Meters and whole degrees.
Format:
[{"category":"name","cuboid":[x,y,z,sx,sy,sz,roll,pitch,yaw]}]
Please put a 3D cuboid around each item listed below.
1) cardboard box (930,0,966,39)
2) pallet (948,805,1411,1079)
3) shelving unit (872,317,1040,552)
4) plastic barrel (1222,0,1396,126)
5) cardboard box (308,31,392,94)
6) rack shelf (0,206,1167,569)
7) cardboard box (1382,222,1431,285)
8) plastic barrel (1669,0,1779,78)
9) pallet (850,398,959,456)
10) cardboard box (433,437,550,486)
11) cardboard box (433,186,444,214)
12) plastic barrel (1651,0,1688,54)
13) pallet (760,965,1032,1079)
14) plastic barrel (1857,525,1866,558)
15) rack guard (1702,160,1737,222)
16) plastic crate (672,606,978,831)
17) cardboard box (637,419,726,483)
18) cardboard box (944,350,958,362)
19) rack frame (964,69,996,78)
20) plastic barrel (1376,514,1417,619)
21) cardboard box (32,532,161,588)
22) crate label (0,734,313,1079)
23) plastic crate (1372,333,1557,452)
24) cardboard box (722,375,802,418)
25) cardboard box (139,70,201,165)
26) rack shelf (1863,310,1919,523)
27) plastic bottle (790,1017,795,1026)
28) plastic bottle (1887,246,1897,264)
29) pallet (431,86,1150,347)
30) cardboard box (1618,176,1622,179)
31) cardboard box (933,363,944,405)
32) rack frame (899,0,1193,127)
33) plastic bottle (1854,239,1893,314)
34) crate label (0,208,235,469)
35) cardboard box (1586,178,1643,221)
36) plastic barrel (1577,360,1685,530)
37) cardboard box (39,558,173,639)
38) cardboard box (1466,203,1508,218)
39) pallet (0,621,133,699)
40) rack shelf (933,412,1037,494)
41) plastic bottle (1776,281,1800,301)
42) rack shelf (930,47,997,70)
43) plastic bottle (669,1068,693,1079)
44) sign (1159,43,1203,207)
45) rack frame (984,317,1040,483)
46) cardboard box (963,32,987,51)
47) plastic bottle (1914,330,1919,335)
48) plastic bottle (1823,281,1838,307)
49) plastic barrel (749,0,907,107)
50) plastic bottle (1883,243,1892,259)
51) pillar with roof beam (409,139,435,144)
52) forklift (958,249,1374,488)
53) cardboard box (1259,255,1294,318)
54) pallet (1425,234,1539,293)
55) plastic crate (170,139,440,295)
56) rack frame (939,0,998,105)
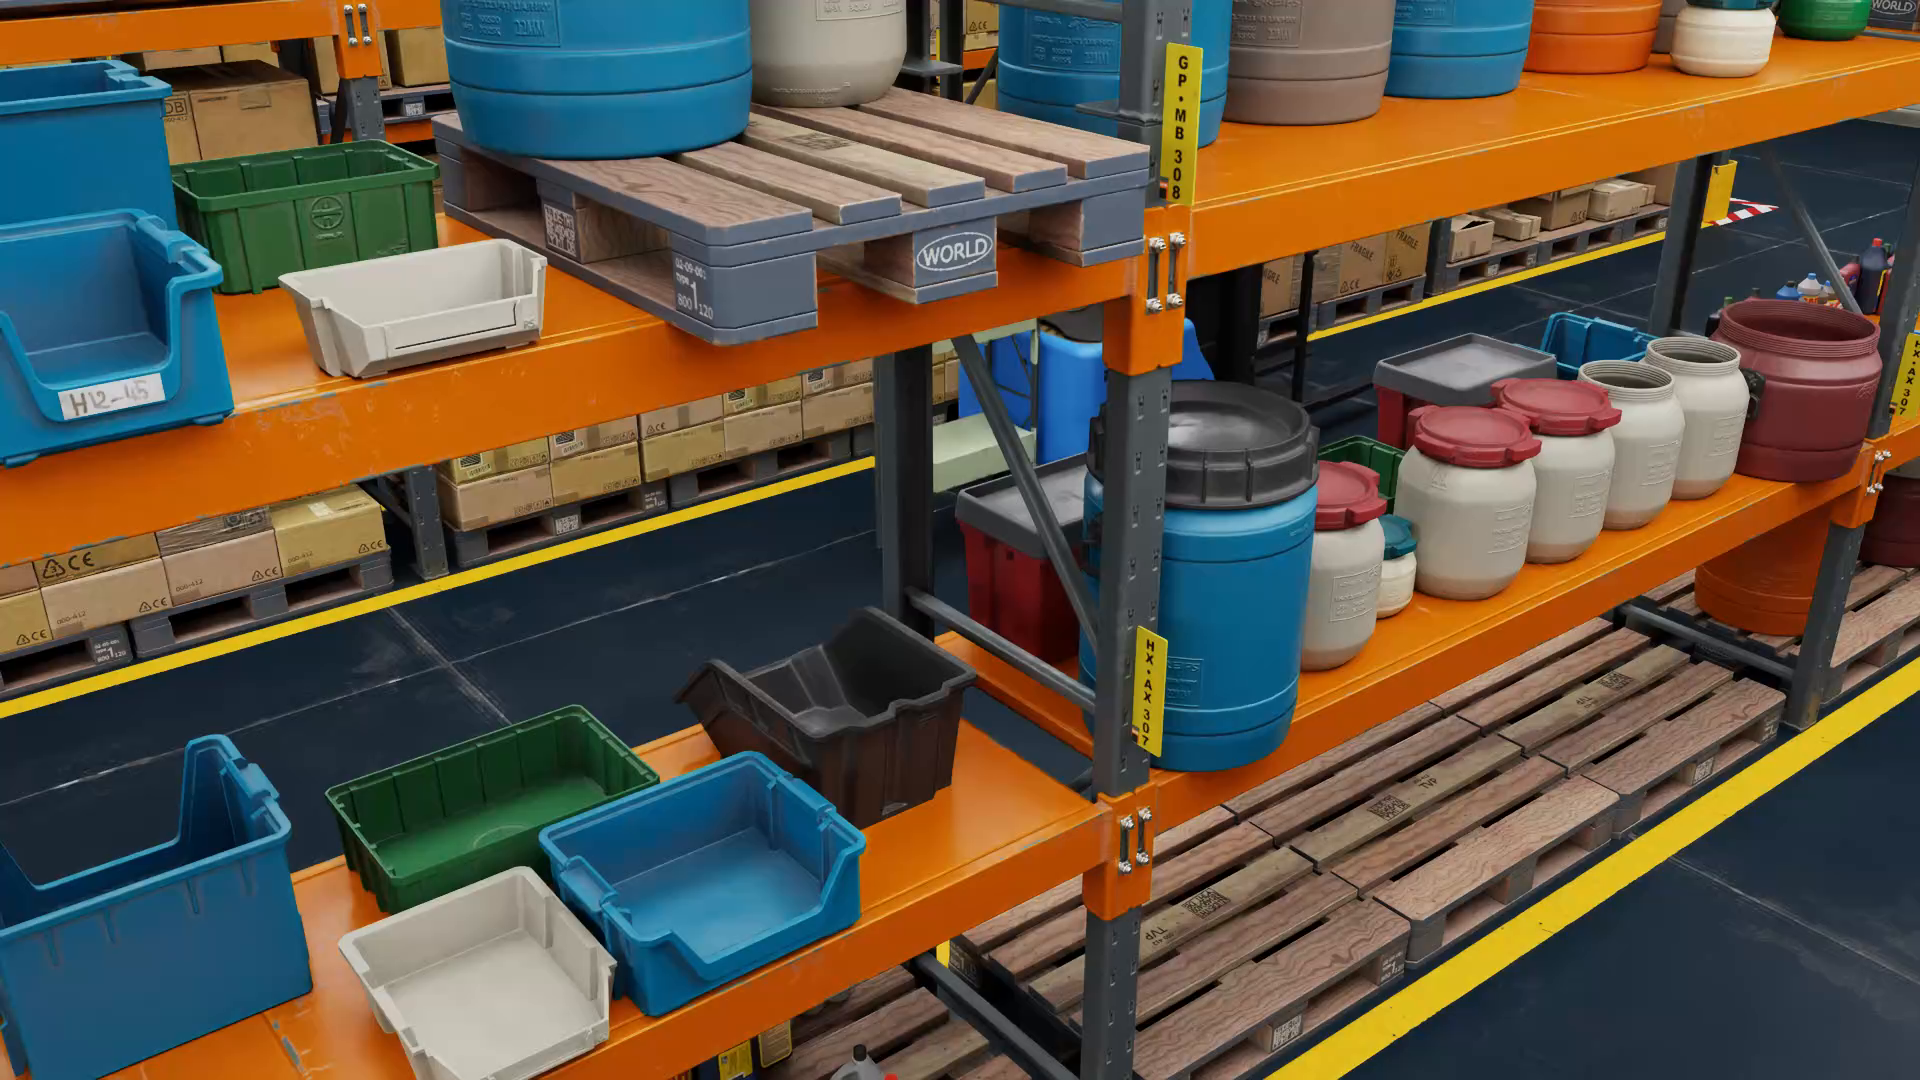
[{"category":"cardboard box","cuboid":[-0.290,-4.899,15.246,0.500,0.500,0.500,-18,30,-34]},{"category":"pallet","cuboid":[0.725,1.359,5.570,1.213,0.211,1.003,-18,31,-34]},{"category":"shelving unit","cuboid":[-0.016,-0.673,8.418,0.755,1.500,0.431,-19,31,-35]},{"category":"plastic barrel","cuboid":[0.912,-1.650,4.584,0.600,0.901,0.600,0,25,0]},{"category":"cardboard box","cuboid":[-4.618,-3.660,12.433,0.500,0.500,0.700,-14,28,-27]},{"category":"rack shelf","cuboid":[-1.443,-0.203,2.916,4.000,0.370,1.077,-18,31,-34]},{"category":"cardboard box","cuboid":[3.161,-2.251,12.484,0.500,0.500,0.500,-18,31,-34]},{"category":"plastic barrel","cuboid":[2.422,-1.618,5.274,0.301,0.262,0.301,0,25,0]},{"category":"pallet","cuboid":[-0.447,-0.904,10.446,1.213,0.211,1.003,-18,31,-34]},{"category":"cardboard box","cuboid":[-2.444,-0.553,8.479,0.500,0.311,0.500,-18,30,-34]},{"category":"cardboard box","cuboid":[-4.220,-2.637,13.316,0.500,0.500,0.700,-18,31,-34]},{"category":"plastic barrel","cuboid":[2.498,-2.174,5.713,0.600,0.901,0.600,0,25,0]},{"category":"pallet","cuboid":[-0.423,1.737,4.757,1.213,0.211,1.003,-18,31,-34]},{"category":"plastic barrel","cuboid":[4.042,-0.099,7.856,0.421,0.512,0.421,0,25,0]},{"category":"rack guard","cuboid":[6.461,-3.294,15.254,0.348,0.500,1.175,-18,31,-34]},{"category":"plastic crate","cuboid":[-0.359,0.433,4.327,0.504,0.338,0.767,-18,31,-34]},{"category":"cardboard box","cuboid":[-1.643,-0.564,9.170,0.500,0.250,0.500,-19,31,-36]},{"category":"cardboard box","cuboid":[-0.035,-1.349,10.196,0.500,0.311,0.500,-17,30,-33]},{"category":"rack frame","cuboid":[0.313,-5.049,16.065,0.127,3.000,1.000,-18,31,-34]},{"category":"plastic barrel","cuboid":[1.267,0.081,5.176,0.301,0.262,0.301,0,25,0]},{"category":"cardboard box","cuboid":[-3.944,-0.164,7.416,0.500,0.500,0.500,-18,31,-34]},{"category":"crate label","cuboid":[-1.735,0.767,3.493,0.616,0.435,0.502,-18,31,-34]},{"category":"plastic crate","cuboid":[1.818,-0.438,6.055,0.583,0.464,0.402,-18,31,-34]},{"category":"cardboard box","cuboid":[-1.235,-0.953,9.341,0.500,0.311,0.500,-17,30,-33]},{"category":"cardboard box","cuboid":[-3.665,-1.715,7.223,0.500,0.500,0.700,-18,31,-34]},{"category":"rack shelf","cuboid":[4.852,-0.921,8.025,4.000,0.370,1.077,-18,31,-34]},{"category":"plastic bottle","cuboid":[-0.550,1.372,5.033,0.097,0.201,0.097,0,25,0]},{"category":"plastic bottle","cuboid":[4.521,-1.281,8.085,0.133,0.283,0.061,-18,31,-34]},{"category":"pallet","cuboid":[-0.377,-0.744,3.450,1.003,0.211,1.213,-18,31,-34]},{"category":"cardboard box","cuboid":[5.782,-3.302,15.145,0.250,0.166,0.380,-18,31,-34]},{"category":"cardboard box","cuboid":[-0.442,-0.960,10.023,0.500,0.250,0.500,-19,31,-35]},{"category":"rack frame","cuboid":[0.131,-2.410,3.253,0.127,3.000,1.000,-18,31,-34]},{"category":"plastic bottle","cuboid":[4.384,-1.276,7.995,0.185,0.351,0.144,-18,31,-34]},{"category":"crate label","cuboid":[-1.340,-0.319,2.489,0.408,0.251,0.502,-18,31,-34]},{"category":"cardboard box","cuboid":[5.478,-2.940,14.266,0.500,0.250,0.500,-18,31,-34]},{"category":"plastic barrel","cuboid":[2.269,-0.331,5.767,0.421,0.512,0.421,0,25,0]},{"category":"cardboard box","cuboid":[-3.937,0.181,7.565,0.500,0.250,0.500,-18,31,-34]},{"category":"cardboard box","cuboid":[4.236,-2.825,13.946,0.500,0.311,0.500,-18,31,-34]},{"category":"pallet","cuboid":[-4.535,0.446,7.539,1.213,0.211,1.003,-18,31,-34]},{"category":"rack shelf","cuboid":[-0.016,-0.377,8.555,0.720,0.370,0.431,-19,31,-35]},{"category":"plastic bottle","cuboid":[3.771,-1.050,7.602,0.097,0.271,0.097,0,25,0]},{"category":"rack shelf","cuboid":[-1.261,-4.203,15.097,4.000,0.370,1.077,-18,31,-34]},{"category":"plastic bottle","cuboid":[-0.800,1.499,4.675,0.097,0.271,0.097,0,25,0]},{"category":"sign","cuboid":[0.462,-0.868,3.484,0.005,0.325,0.100,-18,31,-34]},{"category":"rack frame","cuboid":[0.266,-0.771,8.630,0.023,1.500,0.400,-19,31,-35]},{"category":"cardboard box","cuboid":[0.038,-4.689,15.564,0.250,0.149,0.380,-18,30,-33]},{"category":"plastic bottle","cuboid":[4.091,-0.799,7.145,0.097,0.201,0.097,0,25,0]},{"category":"plastic bottle","cuboid":[4.077,-1.120,7.835,0.097,0.201,0.097,0,25,0]},{"category":"plastic barrel","cuboid":[-0.329,-1.244,3.672,0.421,0.512,0.421,0,25,0]},{"category":"plastic bottle","cuboid":[4.484,-1.301,8.128,0.133,0.283,0.061,-18,31,-34]},{"category":"pillar with roof beam","cuboid":[-1.735,-5.253,9.380,0.400,9.000,9.100,-18,31,-34]},{"category":"forklift","cuboid":[1.408,-1.865,9.286,3.031,2.935,1.130,-21,32,-37]},{"category":"cardboard box","cuboid":[1.973,-1.863,11.647,0.500,0.500,0.500,-19,31,-36]},{"category":"pallet","cuboid":[3.914,-2.322,13.502,1.213,0.211,1.003,-18,31,-34]},{"category":"plastic crate","cuboid":[-1.279,-0.633,3.240,0.450,0.188,0.336,-18,31,-34]},{"category":"rack frame","cuboid":[0.225,-2.369,10.292,0.127,3.000,1.000,-18,31,-34]}]
